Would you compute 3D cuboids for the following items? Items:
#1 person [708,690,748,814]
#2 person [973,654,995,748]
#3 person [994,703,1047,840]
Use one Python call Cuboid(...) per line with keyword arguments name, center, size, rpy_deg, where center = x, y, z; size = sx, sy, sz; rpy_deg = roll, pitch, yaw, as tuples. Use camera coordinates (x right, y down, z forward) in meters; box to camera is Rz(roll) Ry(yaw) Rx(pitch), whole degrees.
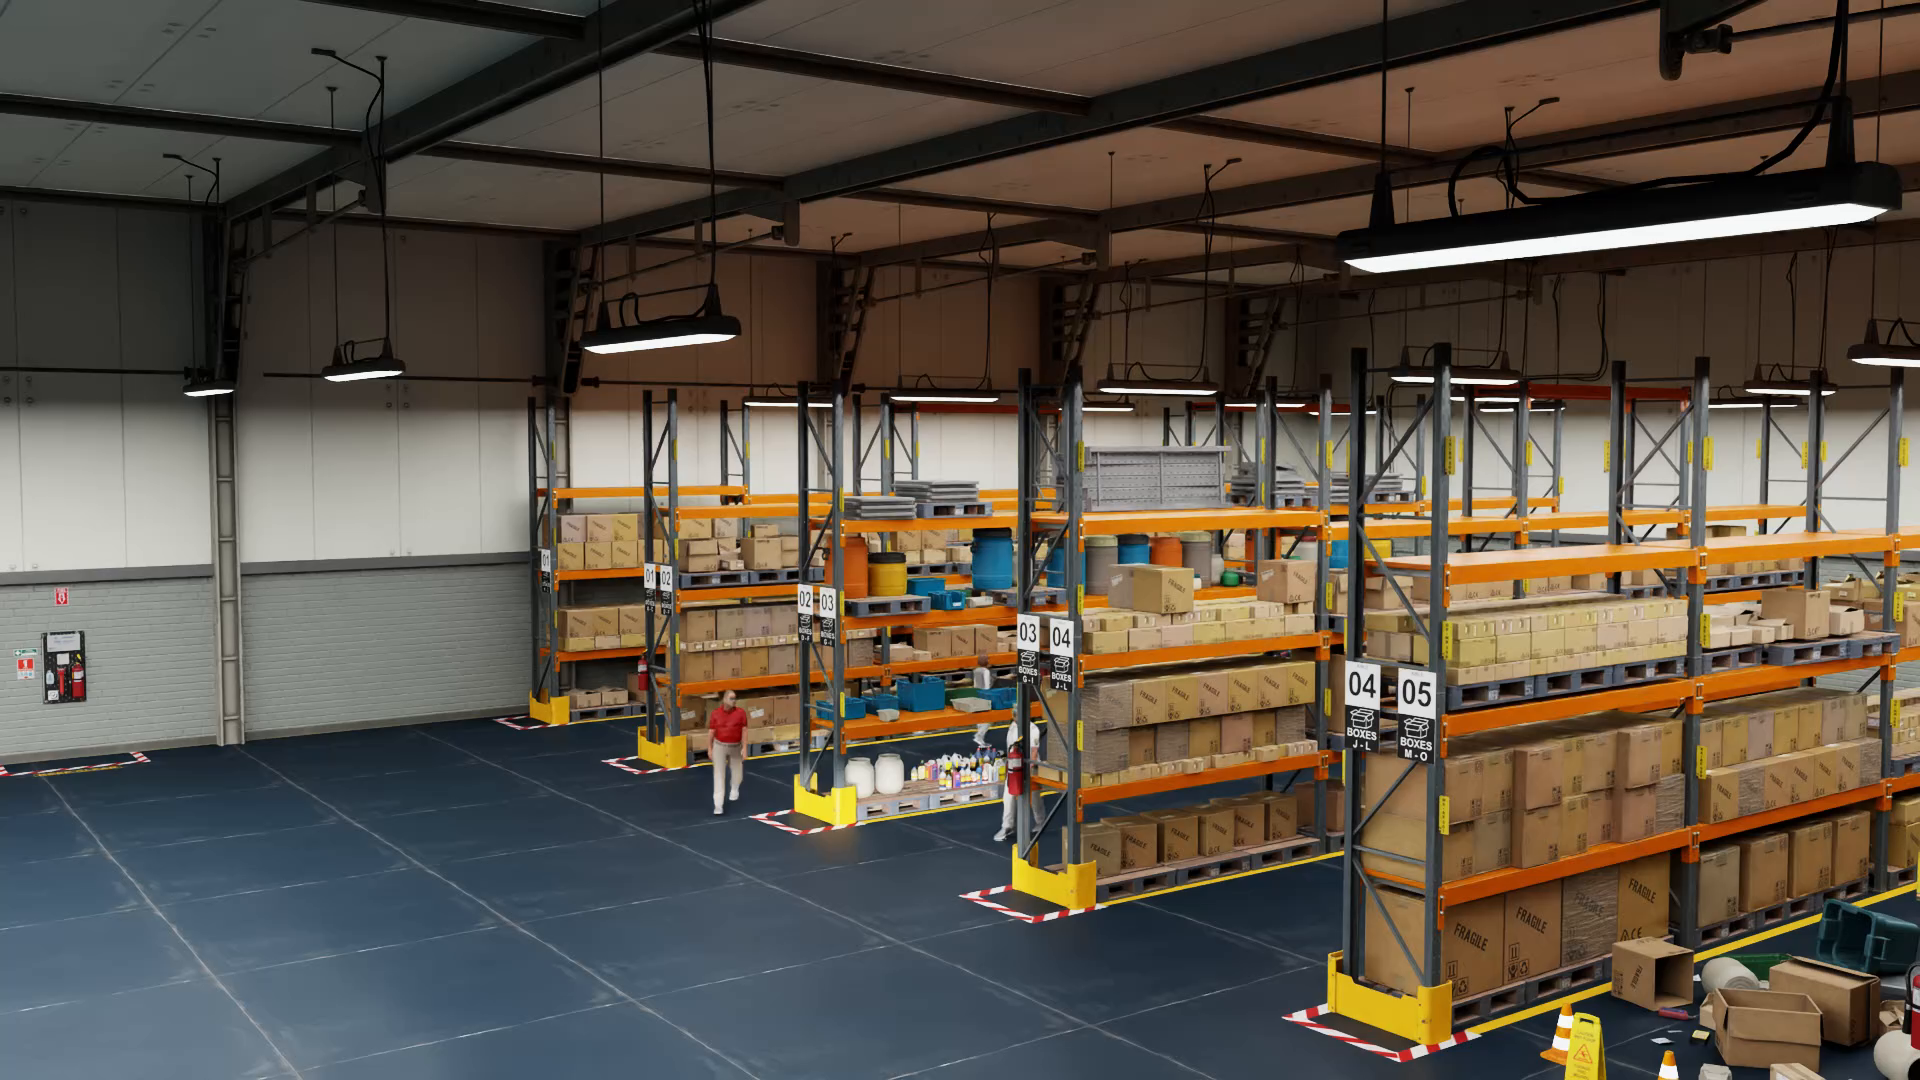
Cuboid(name="person", center=(-3.273, 2.940, 23.440), size=(0.541, 1.667, 0.973), rpy_deg=(-1, 4, -18))
Cuboid(name="person", center=(0.368, 2.715, 27.992), size=(0.417, 1.597, 0.468), rpy_deg=(-2, 4, -29))
Cuboid(name="person", center=(0.795, 3.001, 21.756), size=(0.561, 1.745, 0.873), rpy_deg=(3, 4, 41))
